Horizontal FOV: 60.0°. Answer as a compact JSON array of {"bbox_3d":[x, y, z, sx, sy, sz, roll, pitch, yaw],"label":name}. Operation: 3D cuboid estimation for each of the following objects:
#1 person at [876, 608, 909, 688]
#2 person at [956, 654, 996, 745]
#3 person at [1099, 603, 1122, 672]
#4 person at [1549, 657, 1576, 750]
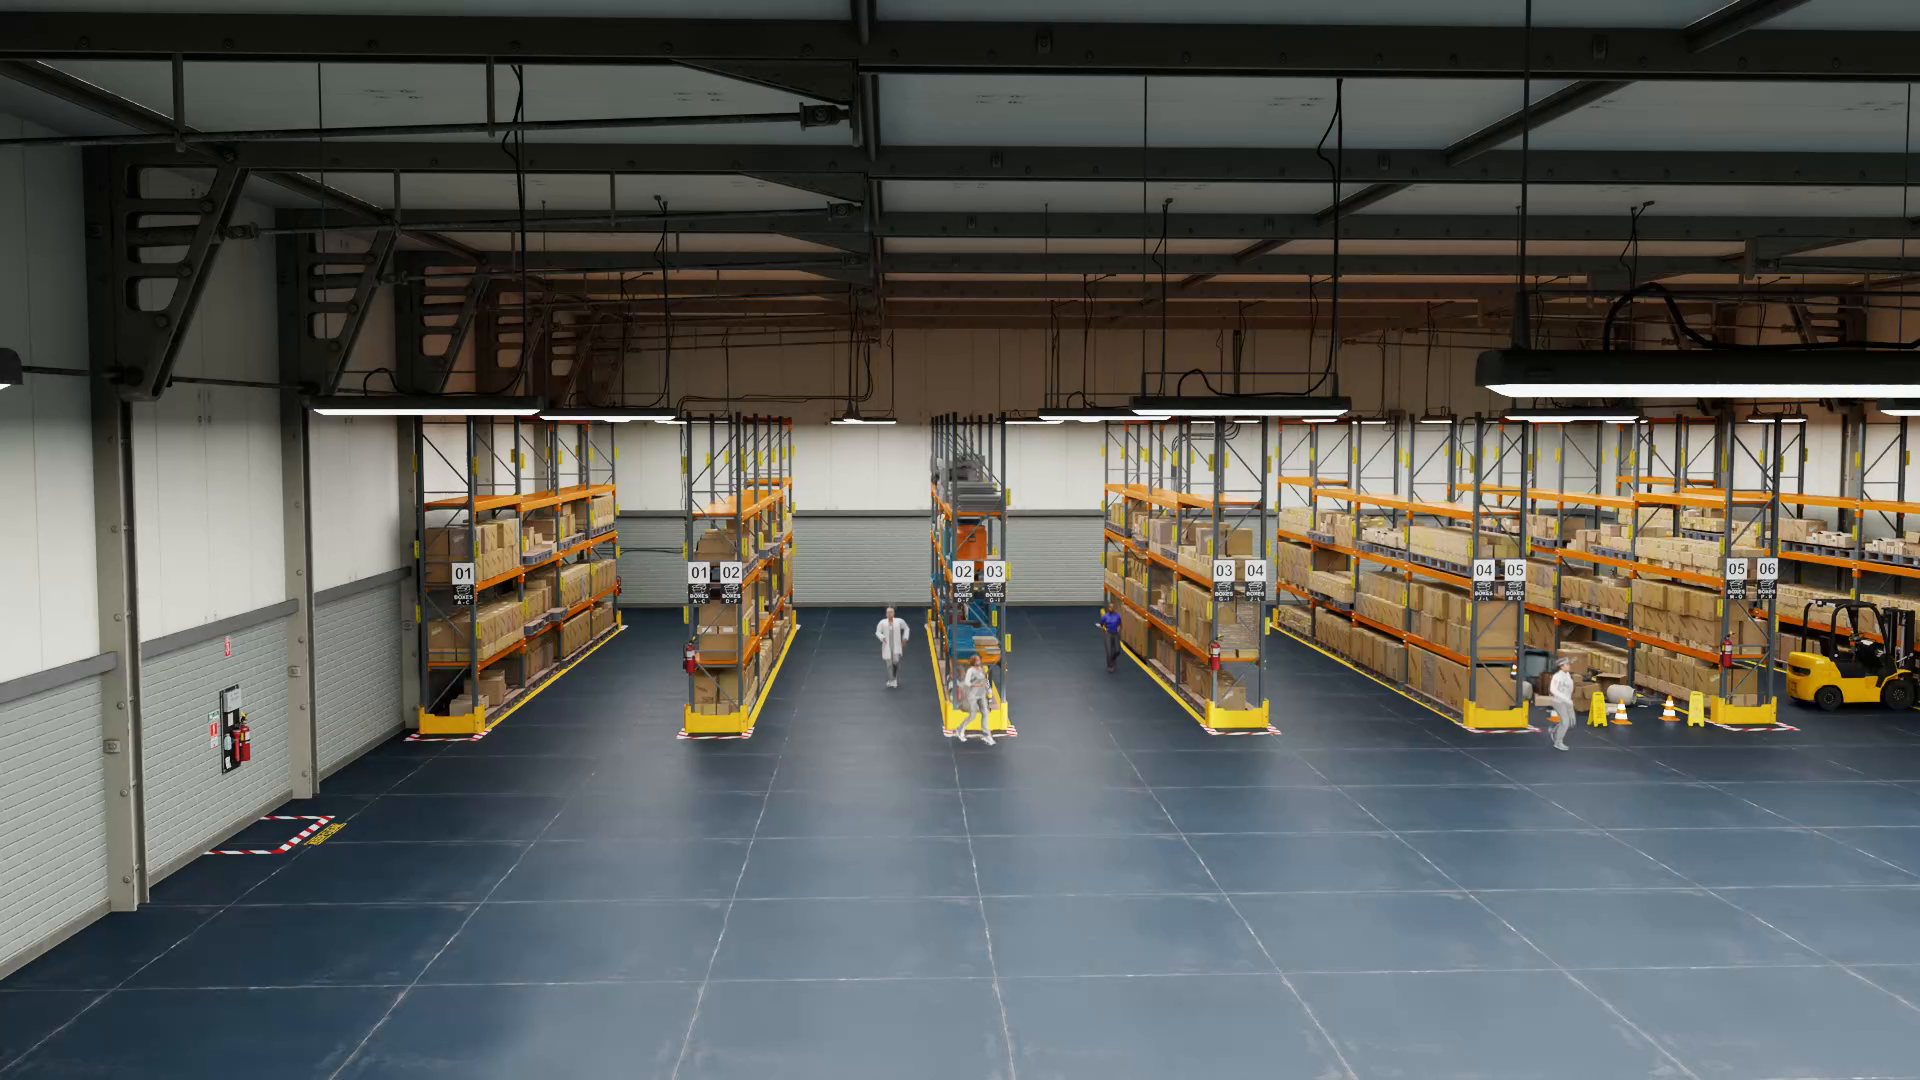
[{"bbox_3d":[-1.494,2.372,36.528,0.719,1.770,0.741,0,4,3],"label":"person"},{"bbox_3d":[0.267,2.868,29.998,0.769,1.618,0.542,3,5,37],"label":"person"},{"bbox_3d":[3.545,2.273,38.843,0.571,1.608,0.550,0,4,-6],"label":"person"},{"bbox_3d":[10.683,2.889,29.543,0.630,1.665,0.539,-4,5,-42],"label":"person"}]
